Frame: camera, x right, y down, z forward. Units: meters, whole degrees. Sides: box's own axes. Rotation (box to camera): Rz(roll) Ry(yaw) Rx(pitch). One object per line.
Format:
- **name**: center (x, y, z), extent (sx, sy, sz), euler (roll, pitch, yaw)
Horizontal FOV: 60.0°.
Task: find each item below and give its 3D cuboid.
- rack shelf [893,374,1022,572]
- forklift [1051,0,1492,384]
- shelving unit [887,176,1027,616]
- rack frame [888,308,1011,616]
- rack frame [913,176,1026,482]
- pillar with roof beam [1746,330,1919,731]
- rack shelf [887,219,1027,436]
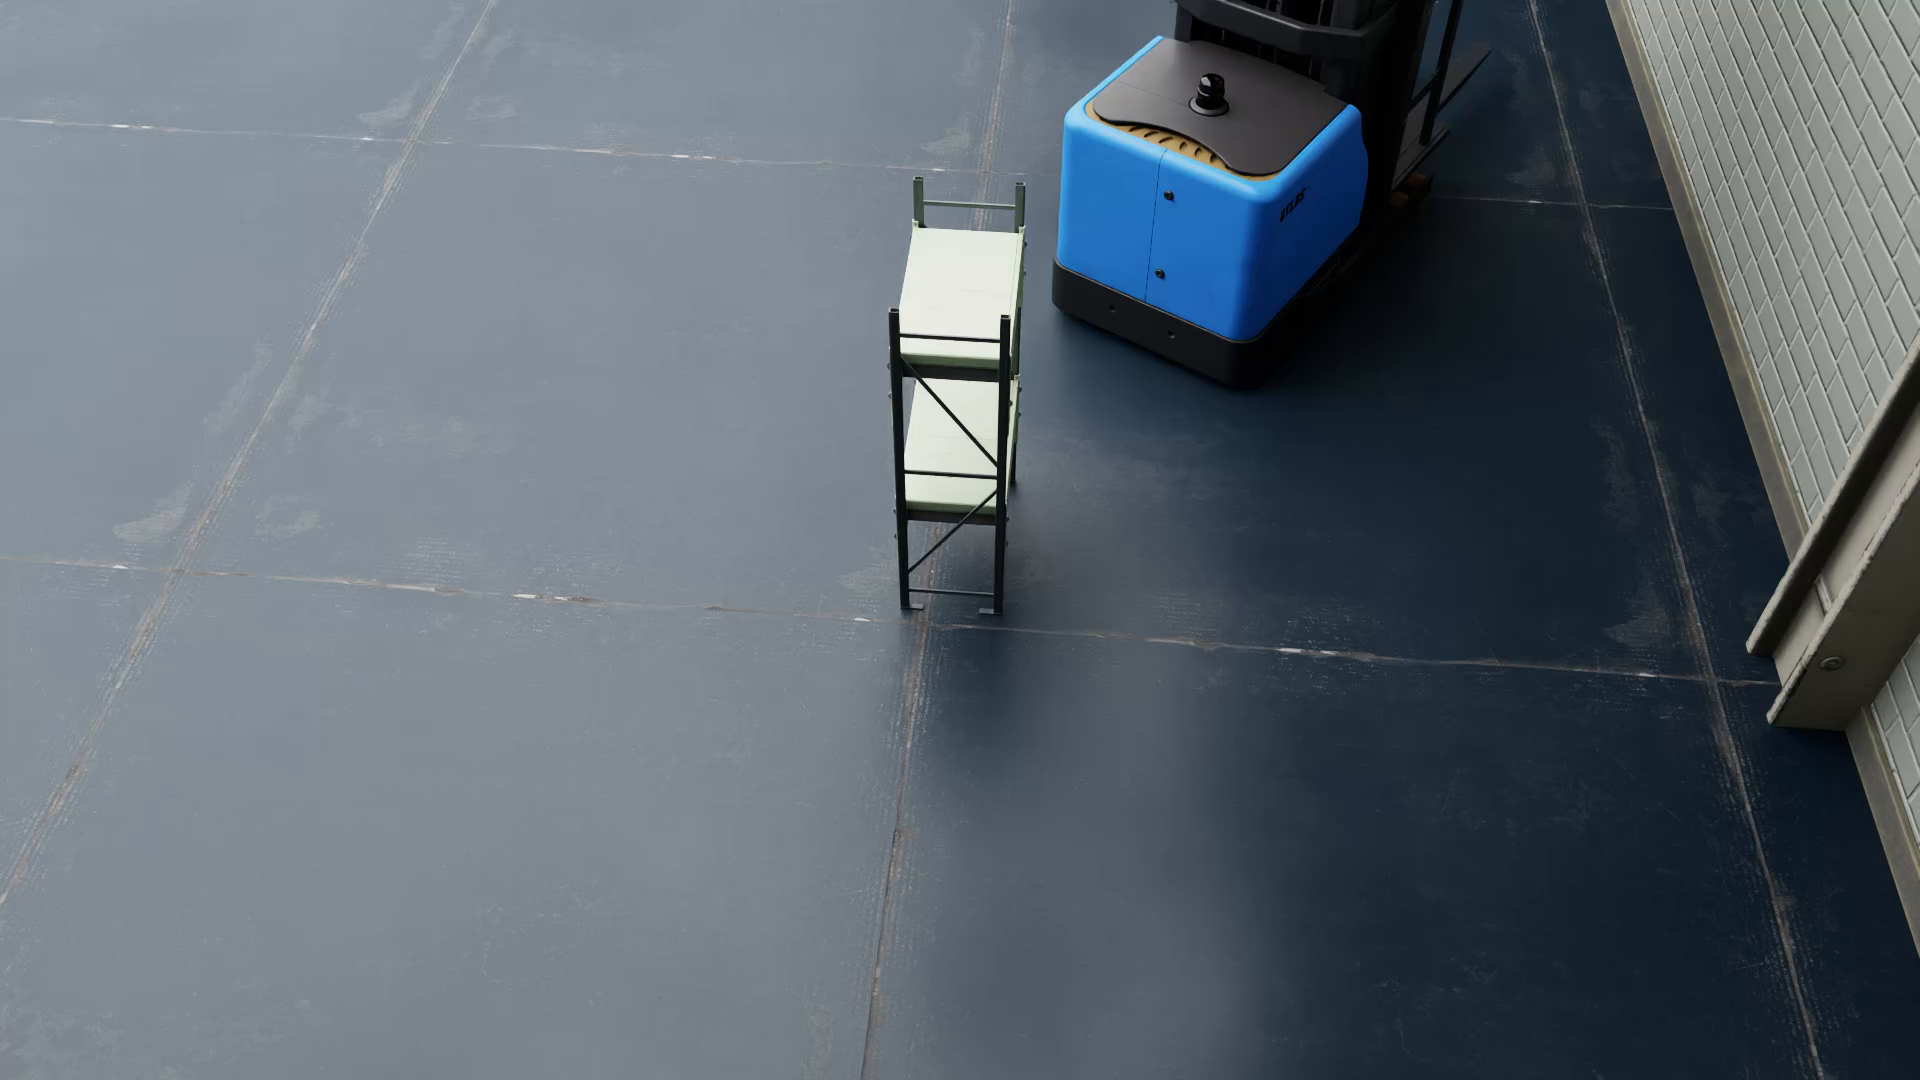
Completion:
- **rack shelf**: center (-0.001, -0.281, 6.459), extent (0.431, 0.370, 0.720), euler (4, 48, 4)
- **forklift**: center (1.691, -2.725, 7.282), extent (1.130, 2.935, 3.031), euler (28, 53, 23)
- **shelving unit**: center (-0.001, -0.501, 6.218), extent (0.431, 1.500, 0.755), euler (4, 48, 4)
- **rack frame**: center (-0.034, -0.232, 5.972), extent (0.400, 1.500, 0.023), euler (4, 48, 4)
- **rack frame**: center (0.033, -0.770, 6.464), extent (0.400, 1.500, 0.023), euler (4, 48, 4)
- **pillar with roof beam**: center (-1.121, -2.777, 3.217), extent (9.100, 9.000, 0.400), euler (4, 48, 4)
- **rack shelf**: center (-0.001, -0.765, 5.930), extent (0.431, 0.370, 0.720), euler (4, 48, 4)
